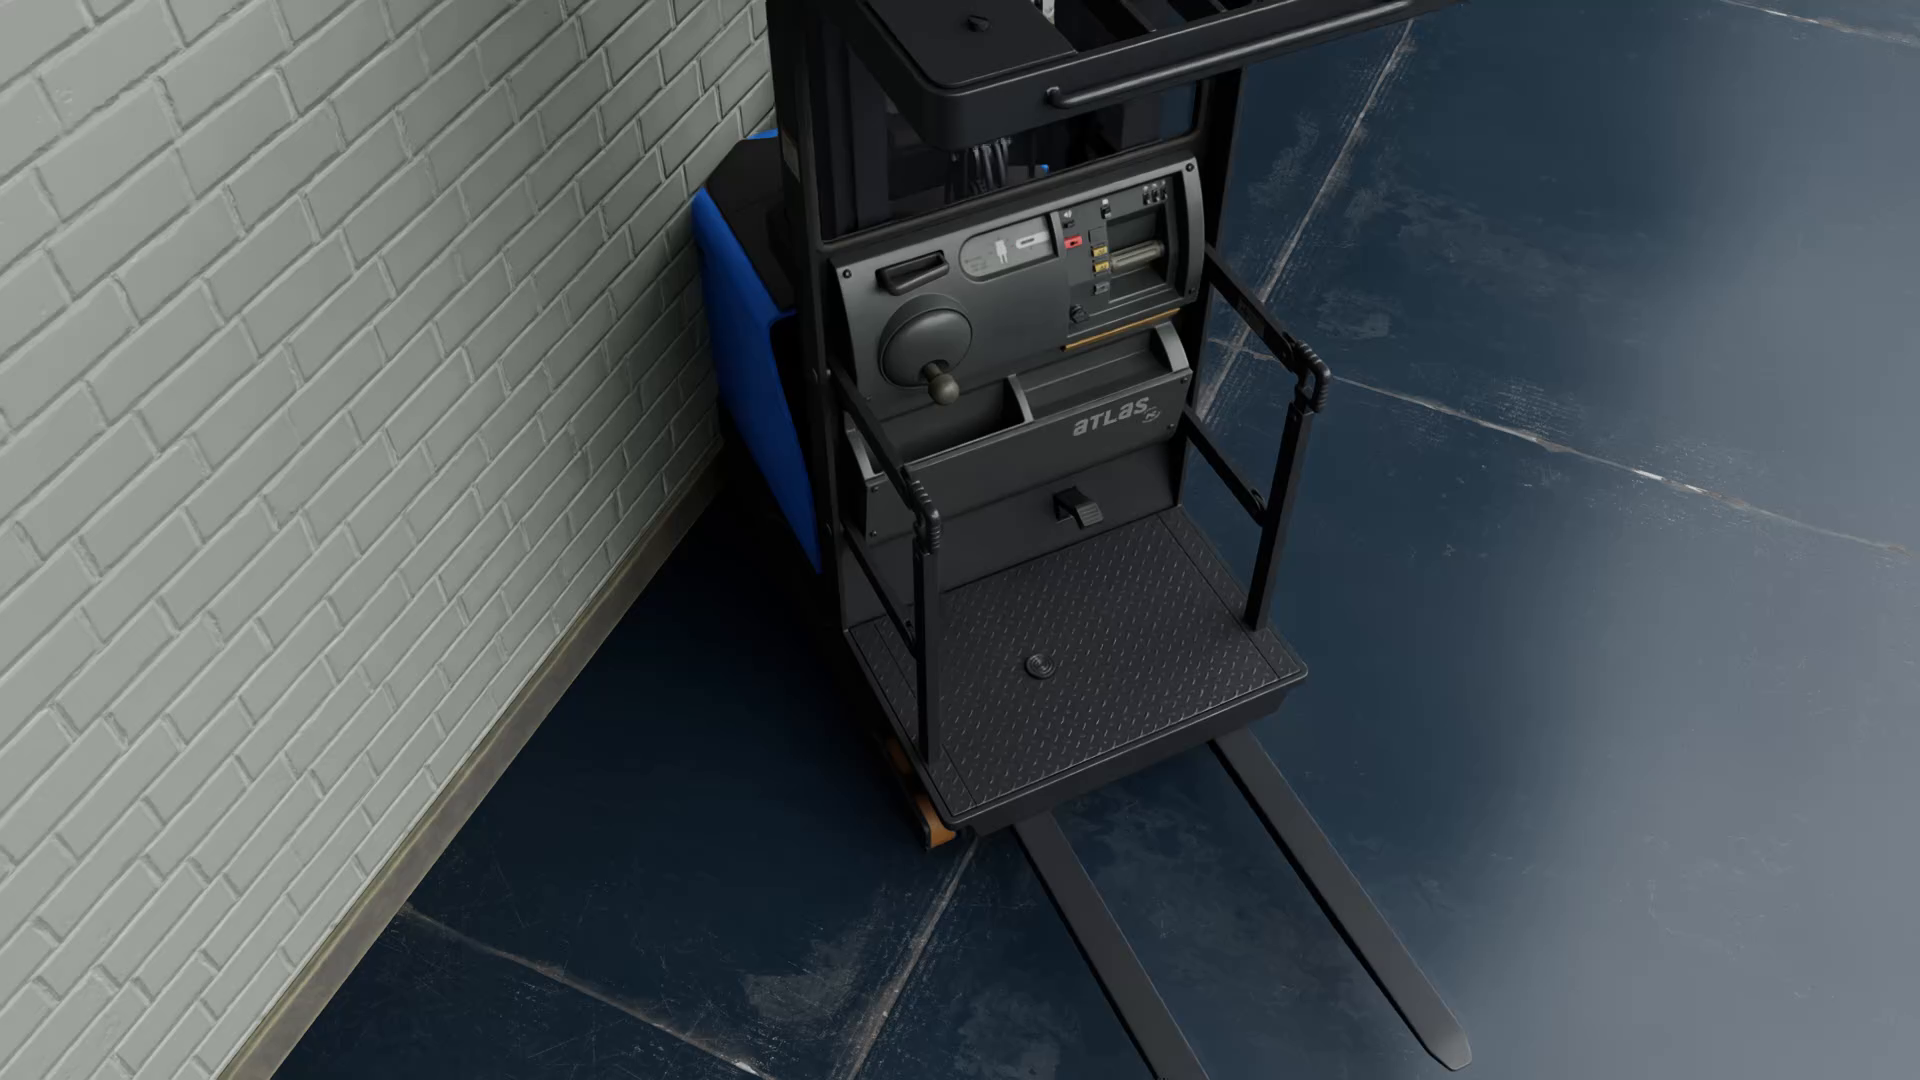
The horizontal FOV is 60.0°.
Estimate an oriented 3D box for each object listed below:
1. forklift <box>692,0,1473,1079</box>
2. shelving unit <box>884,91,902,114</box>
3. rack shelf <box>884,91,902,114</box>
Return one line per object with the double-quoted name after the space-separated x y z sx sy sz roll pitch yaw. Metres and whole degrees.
0.251 -0.506 3.756 1.130 2.935 3.031 -20 53 -16 "forklift"
-0.159 -1.387 5.038 0.431 2.100 0.503 10 50 10 "shelving unit"
-0.158 -1.378 5.048 0.431 0.518 0.480 10 50 10 "rack shelf"
